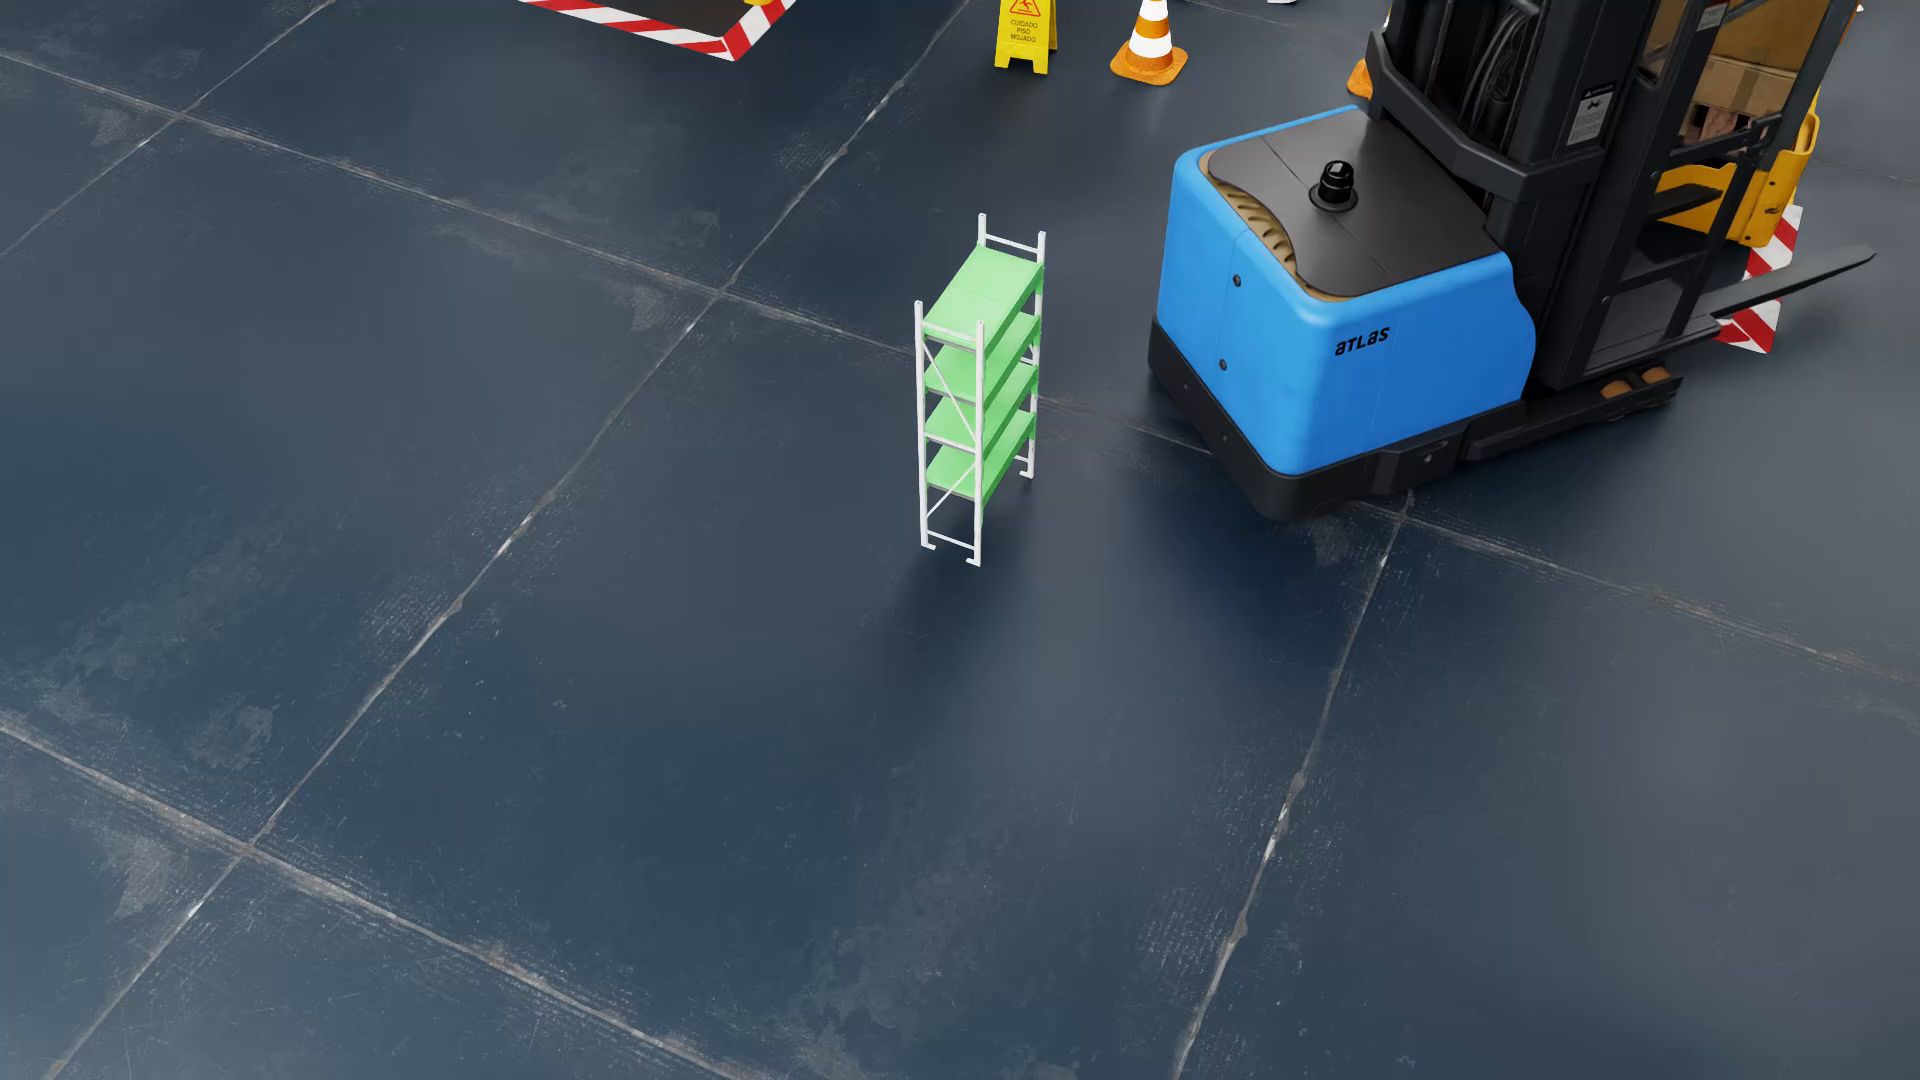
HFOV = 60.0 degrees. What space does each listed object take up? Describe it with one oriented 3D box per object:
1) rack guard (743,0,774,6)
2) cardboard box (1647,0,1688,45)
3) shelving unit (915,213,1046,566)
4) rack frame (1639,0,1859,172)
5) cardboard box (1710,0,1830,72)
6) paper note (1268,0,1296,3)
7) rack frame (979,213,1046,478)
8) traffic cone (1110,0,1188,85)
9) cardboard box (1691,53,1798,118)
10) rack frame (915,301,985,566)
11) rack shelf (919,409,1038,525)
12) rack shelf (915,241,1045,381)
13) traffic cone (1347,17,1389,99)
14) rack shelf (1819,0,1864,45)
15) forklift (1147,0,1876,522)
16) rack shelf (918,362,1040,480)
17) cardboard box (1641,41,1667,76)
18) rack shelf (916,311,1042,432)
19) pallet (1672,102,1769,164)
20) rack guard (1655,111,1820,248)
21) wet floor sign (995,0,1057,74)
[{"bbox_3d":[-1.458,-3.217,8.659,1.175,0.500,0.348,20,52,16],"label":"rack guard"},{"bbox_3d":[3.178,-2.627,7.553,0.500,0.500,0.500,20,53,16],"label":"cardboard box"},{"bbox_3d":[0.071,-0.503,5.890,0.258,1.200,0.503,20,52,16],"label":"shelving unit"},{"bbox_3d":[3.071,-2.502,6.410,1.000,3.000,0.127,20,52,16],"label":"rack frame"},{"bbox_3d":[3.676,-2.473,7.422,0.500,0.500,0.500,18,52,15],"label":"cardboard box"},{"bbox_3d":[1.675,-2.839,8.646,0.148,0.019,0.142,4,50,3],"label":"paper note"},{"bbox_3d":[0.175,-0.671,6.033,0.240,1.200,0.015,20,52,16],"label":"rack frame"},{"bbox_3d":[0.940,-2.523,8.093,0.336,0.463,0.334,20,52,16],"label":"traffic cone"},{"bbox_3d":[3.666,-2.213,7.693,0.500,0.250,0.500,19,52,16],"label":"cardboard box"},{"bbox_3d":[-0.034,-0.335,5.747,0.240,1.200,0.015,20,52,16],"label":"rack frame"},{"bbox_3d":[0.071,-0.306,6.121,0.258,0.148,0.480,20,52,16],"label":"rack shelf"},{"bbox_3d":[0.071,-0.772,5.573,0.258,0.148,0.480,20,52,16],"label":"rack shelf"},{"bbox_3d":[2.089,-2.396,7.985,0.336,0.463,0.334,20,52,16],"label":"traffic cone"},{"bbox_3d":[3.926,-3.647,7.856,1.077,0.370,4.000,20,52,16],"label":"rack shelf"},{"bbox_3d":[2.328,-1.776,5.837,3.031,2.935,1.130,-19,52,-15],"label":"forklift"},{"bbox_3d":[0.071,-0.461,5.939,0.258,0.148,0.480,20,52,16],"label":"rack shelf"},{"bbox_3d":[3.184,-2.408,7.859,0.500,0.250,0.500,20,52,16],"label":"cardboard box"},{"bbox_3d":[0.071,-0.617,5.756,0.258,0.148,0.480,20,52,16],"label":"rack shelf"},{"bbox_3d":[3.483,-2.199,7.983,1.003,0.211,1.213,20,52,16],"label":"pallet"},{"bbox_3d":[3.104,-1.745,7.406,1.175,0.500,0.348,20,52,16],"label":"rack guard"},{"bbox_3d":[0.331,-2.616,8.053,0.267,0.644,0.232,12,51,10],"label":"wet floor sign"}]
